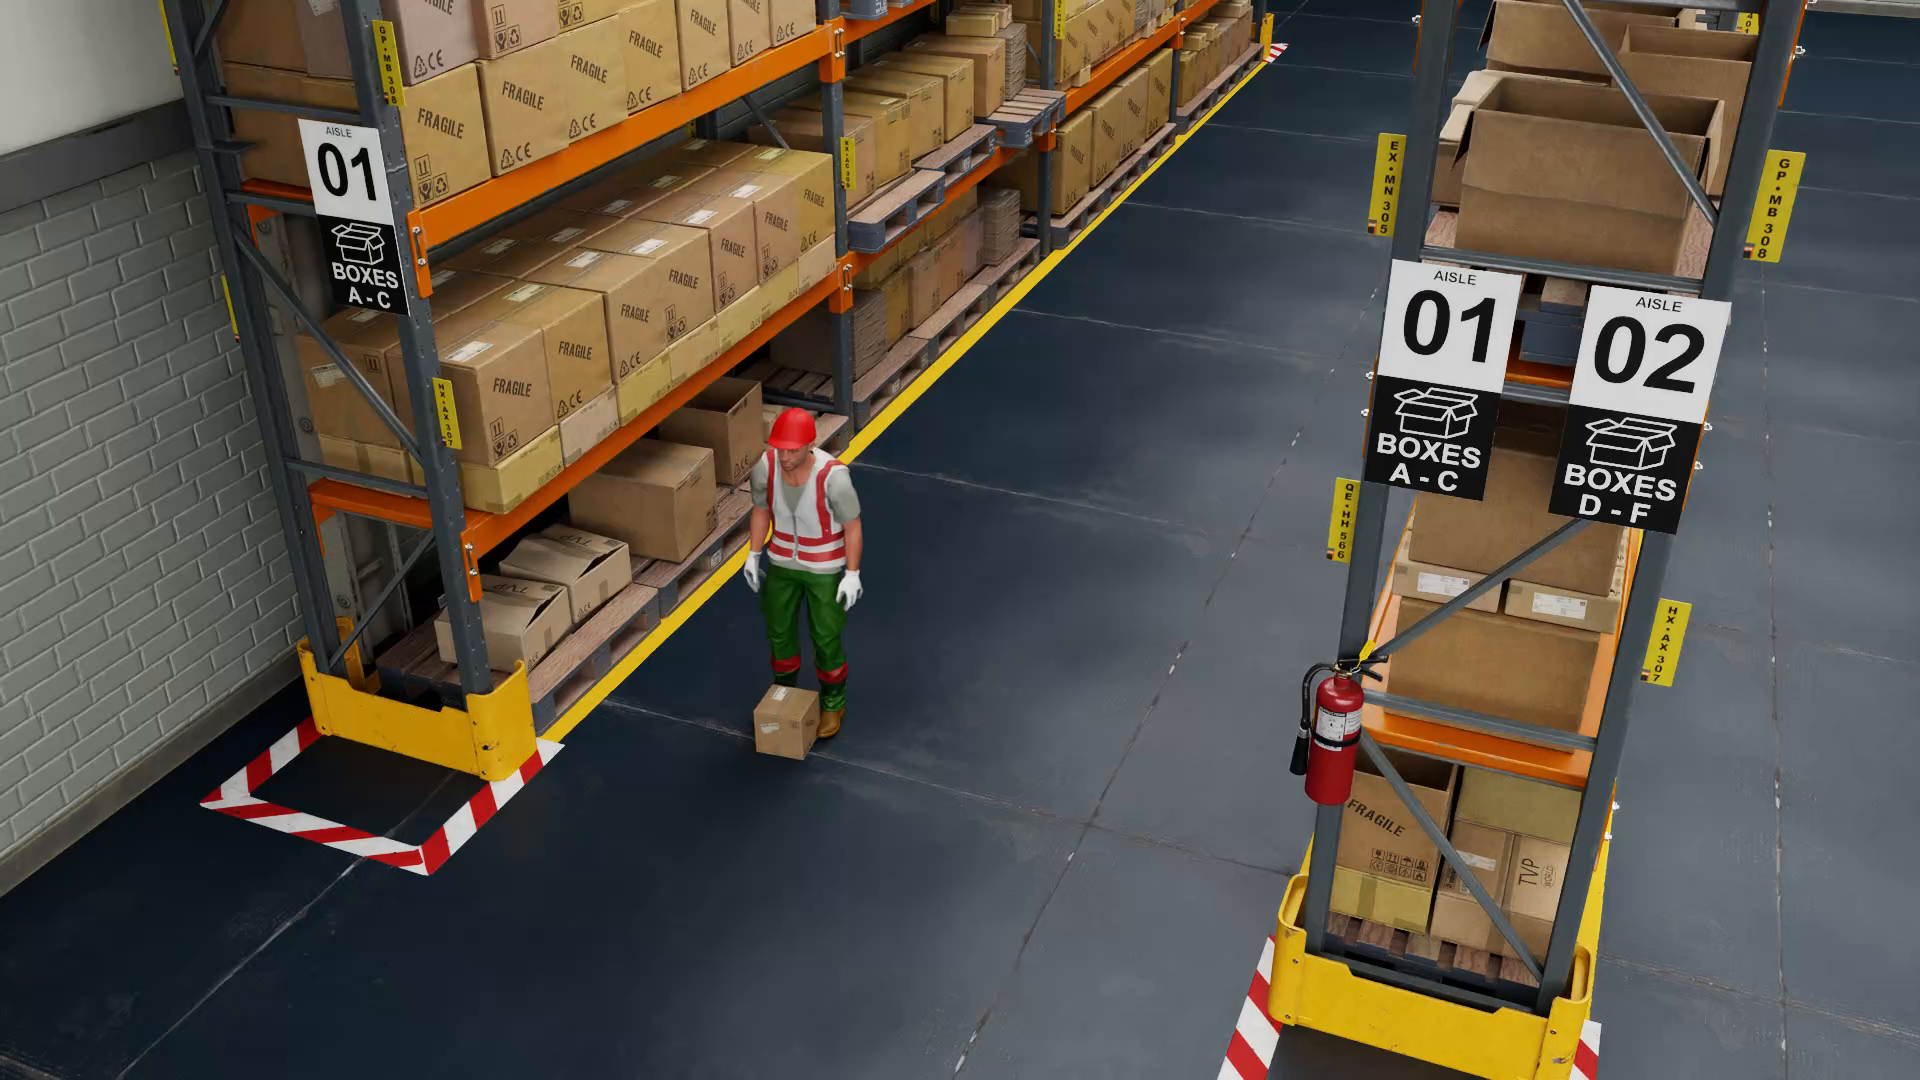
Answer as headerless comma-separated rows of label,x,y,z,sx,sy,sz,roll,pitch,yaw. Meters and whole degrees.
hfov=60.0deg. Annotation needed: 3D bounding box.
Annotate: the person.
person,-0.767,0.146,8.126,0.620,1.779,0.454,11,31,18
